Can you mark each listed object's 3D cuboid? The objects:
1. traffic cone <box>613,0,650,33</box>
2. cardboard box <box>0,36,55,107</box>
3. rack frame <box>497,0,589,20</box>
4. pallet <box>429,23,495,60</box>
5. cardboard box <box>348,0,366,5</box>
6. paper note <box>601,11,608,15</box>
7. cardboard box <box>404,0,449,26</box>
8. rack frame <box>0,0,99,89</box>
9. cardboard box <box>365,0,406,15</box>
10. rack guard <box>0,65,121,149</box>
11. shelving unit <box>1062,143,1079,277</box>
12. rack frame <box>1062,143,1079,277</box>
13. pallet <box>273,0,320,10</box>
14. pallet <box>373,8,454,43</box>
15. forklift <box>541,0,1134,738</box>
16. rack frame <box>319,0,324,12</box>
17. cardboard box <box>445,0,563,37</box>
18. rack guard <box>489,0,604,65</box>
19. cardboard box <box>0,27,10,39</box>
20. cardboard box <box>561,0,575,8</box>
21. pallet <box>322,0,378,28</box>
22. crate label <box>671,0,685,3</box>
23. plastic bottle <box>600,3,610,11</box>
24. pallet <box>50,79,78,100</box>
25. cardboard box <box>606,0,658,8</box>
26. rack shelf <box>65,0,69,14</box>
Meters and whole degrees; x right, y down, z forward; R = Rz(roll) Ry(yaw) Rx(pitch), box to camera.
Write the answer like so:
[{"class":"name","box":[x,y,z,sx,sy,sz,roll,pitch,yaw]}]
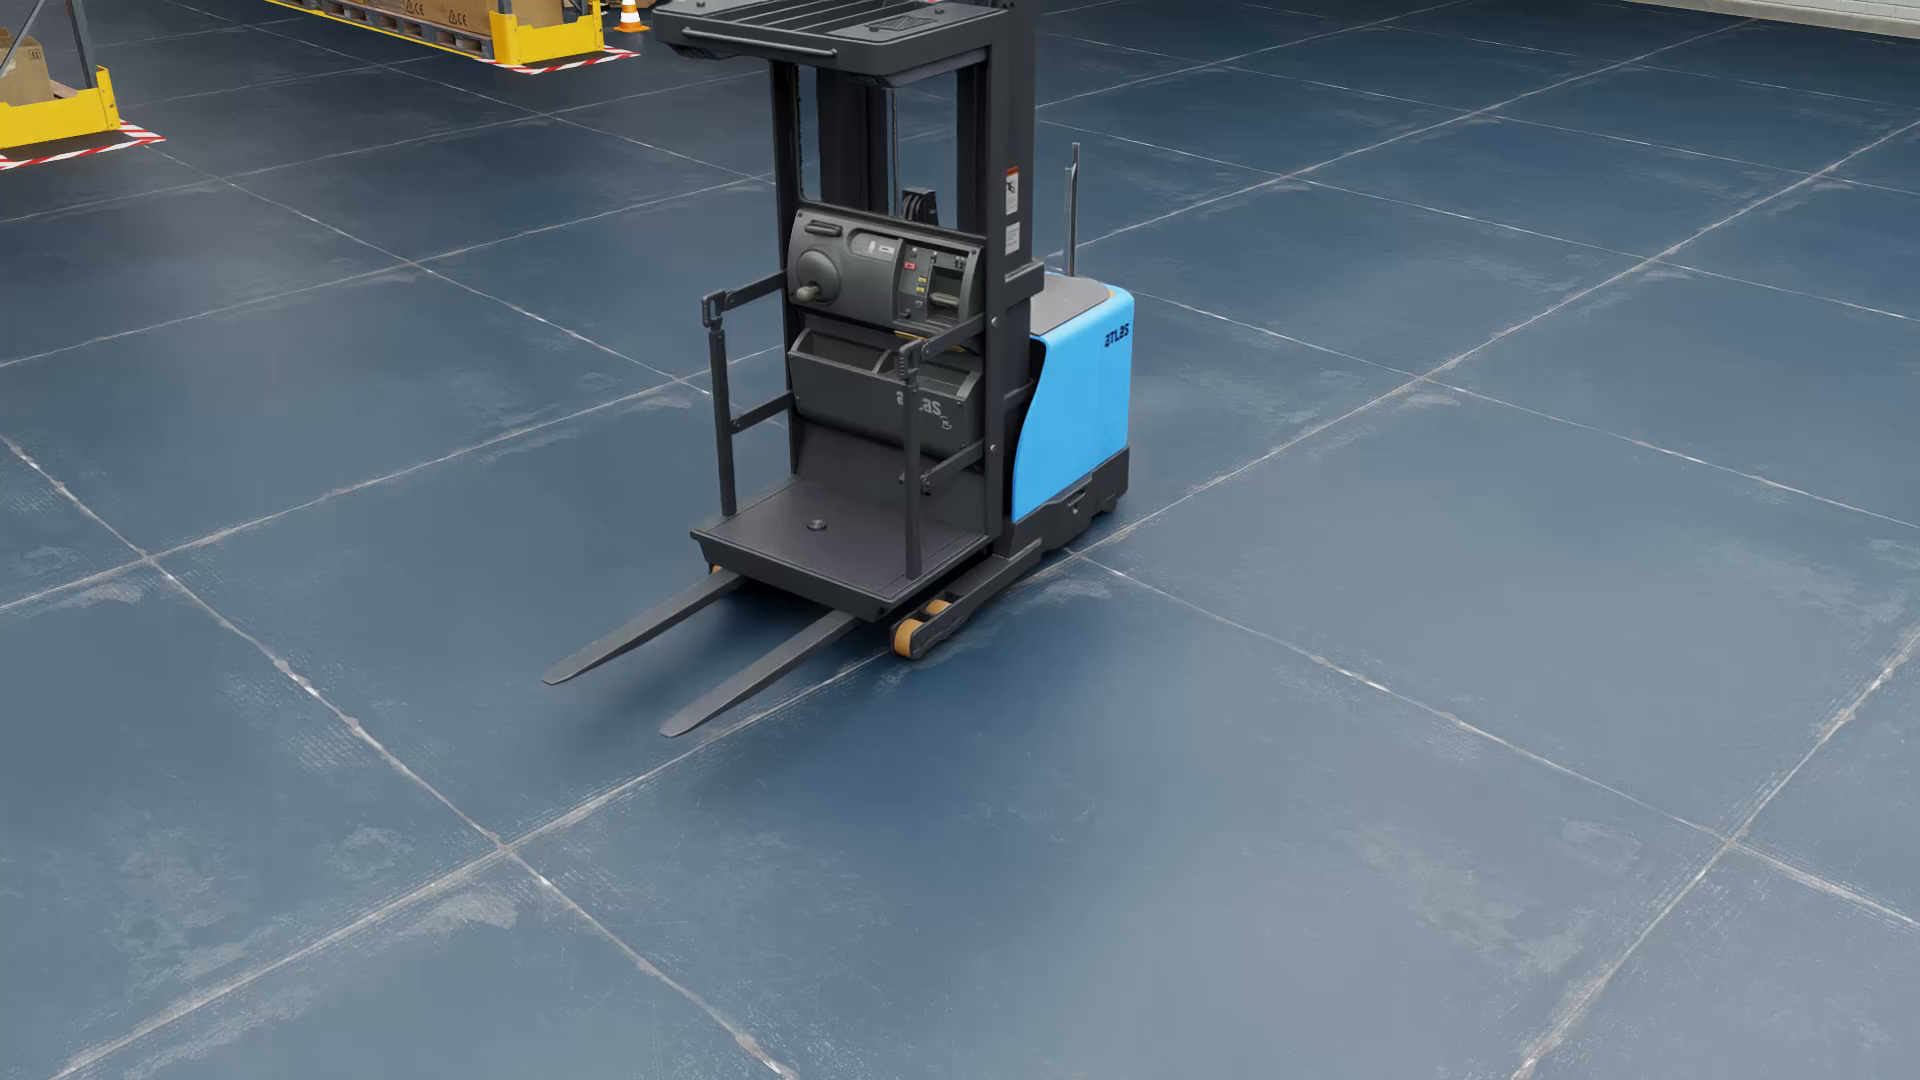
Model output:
[{"class":"traffic cone","box":[-3.682,-5.931,18.532,0.334,0.463,0.336,25,36,38]},{"class":"cardboard box","box":[-8.282,-4.085,14.530,0.500,0.500,0.500,-18,33,-30]},{"class":"rack frame","box":[-4.299,-6.409,16.716,0.127,3.000,1.000,25,36,38]},{"class":"pallet","box":[-4.924,-5.410,17.811,1.213,0.211,1.003,25,36,38]},{"class":"cardboard box","box":[-6.752,-6.731,19.160,0.875,0.875,0.875,-25,36,-38]},{"class":"paper note","box":[-4.197,-6.156,19.426,0.144,0.017,0.142,-13,30,-22]},{"class":"cardboard box","box":[-5.458,-6.140,18.036,0.875,0.875,0.875,24,36,38]},{"class":"rack frame","box":[-7.849,-4.796,13.648,0.127,3.000,1.000,25,36,38]},{"class":"cardboard box","box":[-6.107,-6.438,18.603,0.875,0.875,0.875,25,37,39]},{"class":"rack guard","box":[-7.903,-3.714,14.277,0.348,0.500,1.175,25,36,38]},{"class":"shelving unit","box":[0.034,-1.236,8.490,1.083,1.500,0.587,4,28,7]},{"class":"rack frame","box":[0.547,-1.204,8.428,0.032,1.500,0.500,4,28,7]},{"class":"pallet","box":[-7.754,-6.707,20.278,1.213,0.211,1.003,25,36,38]},{"class":"pallet","box":[-5.790,-5.808,18.568,1.213,0.211,1.003,25,36,38]},{"class":"forklift","box":[-0.441,-1.061,6.619,1.130,2.935,3.031,18,33,30]},{"class":"rack frame","box":[-7.151,-7.714,19.198,0.127,3.000,1.000,25,36,38]},{"class":"cardboard box","box":[-4.829,-5.854,17.492,0.875,0.875,0.875,25,37,39]},{"class":"rack guard","box":[-4.282,-5.295,17.283,0.348,0.500,1.175,25,36,38]},{"class":"cardboard box","box":[-8.732,-4.268,14.879,0.500,0.500,0.500,-15,31,-27]},{"class":"cardboard box","box":[-4.634,-6.554,19.930,0.396,0.266,0.258,-18,33,-31]},{"class":"pallet","box":[-6.664,-6.206,19.326,1.213,0.211,1.003,25,36,38]},{"class":"crate label","box":[-3.252,-6.287,19.559,0.298,0.136,0.250,7,29,13]},{"class":"plastic bottle","box":[-4.302,-6.325,19.713,0.283,0.061,0.133,12,30,22]},{"class":"pallet","box":[-8.457,-3.863,14.871,1.213,0.211,1.003,25,36,38]},{"class":"cardboard box","box":[-3.928,-6.713,19.976,0.637,0.503,0.797,2,28,4]},{"class":"rack shelf","box":[-9.275,-5.130,15.056,4.000,0.370,1.077,25,36,38]}]
